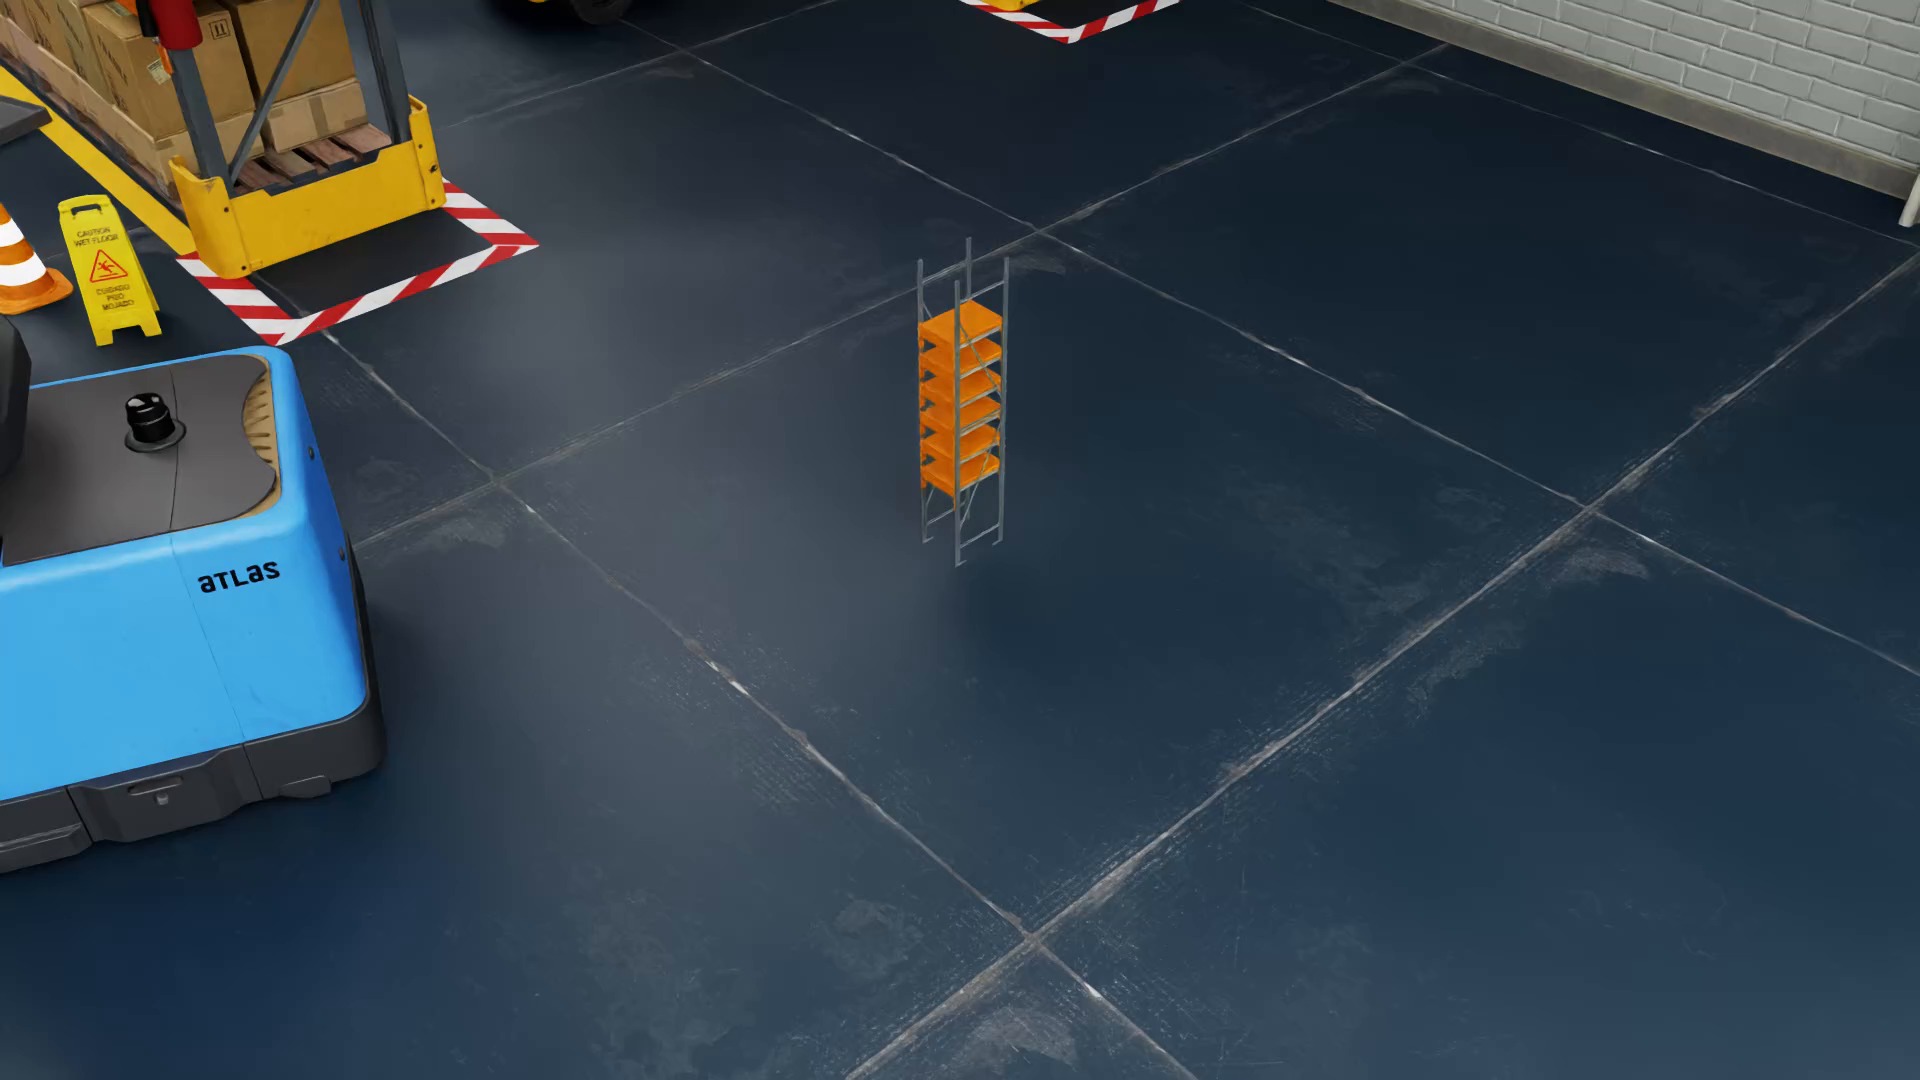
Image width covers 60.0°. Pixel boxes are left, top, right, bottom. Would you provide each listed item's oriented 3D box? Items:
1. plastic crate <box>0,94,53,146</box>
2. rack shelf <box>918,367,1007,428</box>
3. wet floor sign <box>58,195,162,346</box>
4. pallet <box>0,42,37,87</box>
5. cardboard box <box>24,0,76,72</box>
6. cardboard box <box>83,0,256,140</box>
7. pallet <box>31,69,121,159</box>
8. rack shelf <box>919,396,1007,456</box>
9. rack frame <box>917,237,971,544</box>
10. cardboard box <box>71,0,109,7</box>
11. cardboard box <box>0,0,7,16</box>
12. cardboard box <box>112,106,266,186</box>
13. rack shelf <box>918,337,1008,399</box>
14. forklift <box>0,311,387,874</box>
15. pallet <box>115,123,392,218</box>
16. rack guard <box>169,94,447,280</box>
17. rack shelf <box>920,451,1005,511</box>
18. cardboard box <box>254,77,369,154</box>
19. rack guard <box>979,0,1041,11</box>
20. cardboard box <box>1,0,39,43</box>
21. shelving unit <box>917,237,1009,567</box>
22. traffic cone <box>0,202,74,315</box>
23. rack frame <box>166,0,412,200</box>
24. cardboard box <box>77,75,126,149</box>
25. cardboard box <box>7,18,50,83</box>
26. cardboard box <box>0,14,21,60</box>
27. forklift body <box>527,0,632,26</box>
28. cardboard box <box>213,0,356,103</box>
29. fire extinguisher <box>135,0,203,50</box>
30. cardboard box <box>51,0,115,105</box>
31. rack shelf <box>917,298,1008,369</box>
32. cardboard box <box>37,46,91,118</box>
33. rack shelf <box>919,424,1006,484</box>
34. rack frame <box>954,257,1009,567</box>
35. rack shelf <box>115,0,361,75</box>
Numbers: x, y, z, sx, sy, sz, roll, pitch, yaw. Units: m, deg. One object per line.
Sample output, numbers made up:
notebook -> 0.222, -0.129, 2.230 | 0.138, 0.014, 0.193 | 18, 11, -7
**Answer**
plastic crate -> -5.295, -2.298, 9.031 | 0.583, 0.080, 0.402 | 18, 42, 21
rack shelf -> 0.010, -0.519, 5.817 | 0.258, 0.103, 0.180 | -30, 48, -32
wet floor sign -> -3.708, -1.199, 7.221 | 0.267, 0.644, 0.232 | -15, 41, -17
pallet -> -5.273, -3.128, 9.955 | 1.003, 0.211, 1.213 | -30, 48, -32
cardboard box -> -4.473, -2.779, 8.561 | 0.500, 0.500, 0.500 | -31, 48, -33
cardboard box -> -3.782, -2.303, 7.971 | 0.500, 0.500, 0.500 | -30, 47, -31
pallet -> -4.444, -2.563, 9.255 | 1.003, 0.211, 1.213 | -30, 48, -32
rack shelf -> 0.010, -0.426, 5.893 | 0.258, 0.103, 0.180 | -30, 48, -32
rack frame -> -0.052, -0.502, 5.917 | 0.240, 1.200, 0.006 | -30, 48, -32
cardboard box -> -4.080, -2.696, 7.942 | 0.380, 0.149, 0.250 | -29, 47, -31
cardboard box -> -5.182, -3.263, 9.161 | 0.500, 0.500, 0.500 | -28, 47, -30
cardboard box -> -3.809, -2.022, 8.220 | 0.500, 0.250, 0.500 | -30, 48, -32
rack shelf -> 0.010, -0.612, 5.742 | 0.258, 0.103, 0.180 | -30, 48, -32
forklift -> -3.399, -0.339, 4.337 | 3.031, 2.935, 1.130 | -13, 41, -16
pallet -> -3.623, -1.999, 8.557 | 1.003, 0.211, 1.213 | -30, 48, -32
rack guard -> -3.099, -1.720, 7.982 | 1.175, 0.500, 0.348 | -30, 48, -32
rack shelf -> 0.010, -0.239, 6.043 | 0.258, 0.103, 0.180 | -30, 48, -32
cardboard box -> -3.390, -2.242, 8.492 | 0.500, 0.250, 0.500 | -30, 48, -32
rack guard -> 0.622, -3.785, 10.538 | 1.175, 0.500, 0.348 | -30, 48, -32
cardboard box -> -4.833, -3.023, 8.863 | 0.500, 0.500, 0.500 | -27, 46, -30
shelving unit -> 0.010, -0.460, 5.865 | 0.258, 1.200, 0.189 | -30, 48, -32
traffic cone -> -4.289, -1.321, 7.517 | 0.336, 0.463, 0.334 | -30, 48, -32
rack frame -> -3.048, -2.657, 7.153 | 1.000, 3.000, 0.127 | -30, 48, -32
cardboard box -> -4.137, -2.254, 8.507 | 0.500, 0.250, 0.500 | -30, 48, -32
cardboard box -> -4.823, -2.728, 9.094 | 0.500, 0.250, 0.500 | -31, 48, -32
cardboard box -> -5.184, -2.972, 9.397 | 0.500, 0.250, 0.500 | -27, 46, -30
forklift body -> -2.021, -4.540, 10.160 | 2.313, 2.155, 1.214 | -30, 48, -32
cardboard box -> -3.406, -2.544, 8.270 | 0.500, 0.500, 0.500 | -32, 49, -33
fire extinguisher -> -3.310, -2.378, 6.869 | 0.296, 0.674, 0.183 | -30, 48, -32
cardboard box -> -4.137, -2.543, 8.268 | 0.500, 0.500, 0.500 | -28, 47, -30
rack shelf -> 0.010, -0.706, 5.666 | 0.258, 0.103, 0.180 | -30, 48, -32
cardboard box -> -4.495, -2.494, 8.804 | 0.500, 0.250, 0.500 | -32, 49, -33
rack shelf -> 0.010, -0.332, 5.968 | 0.258, 0.103, 0.180 | -30, 48, -32
rack frame -> 0.072, -0.418, 5.812 | 0.240, 1.200, 0.006 | -30, 48, -32
rack shelf -> -4.401, -3.303, 8.525 | 1.077, 0.370, 4.000 | -30, 48, -32
